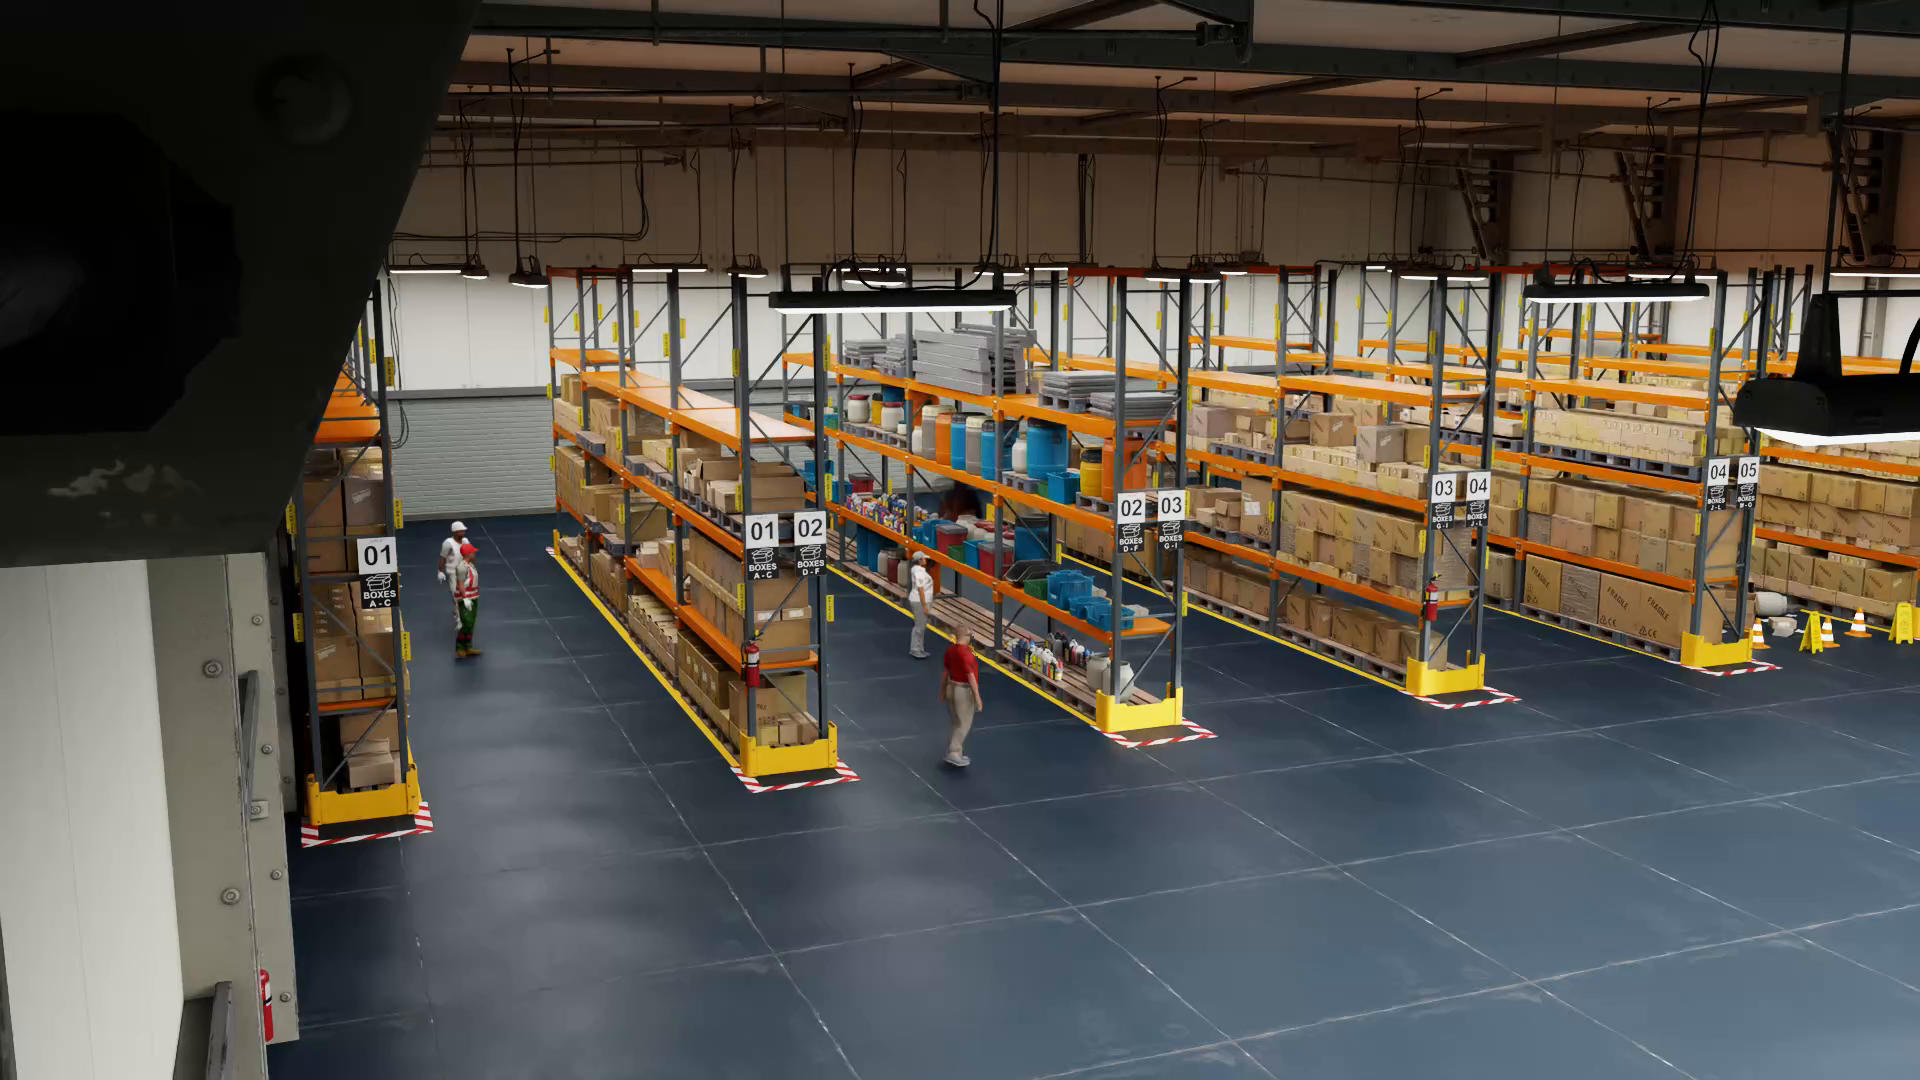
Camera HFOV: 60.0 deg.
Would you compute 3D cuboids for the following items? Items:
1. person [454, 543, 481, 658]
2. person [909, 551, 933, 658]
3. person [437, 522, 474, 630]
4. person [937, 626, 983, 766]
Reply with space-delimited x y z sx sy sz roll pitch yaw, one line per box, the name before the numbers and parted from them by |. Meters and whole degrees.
person | -7.728 0.938 26.076 0.408 1.789 0.523 2 10 14
person | -0.609 1.011 26.129 0.391 1.697 0.613 -2 10 -12
person | -8.527 0.569 28.241 0.655 1.767 0.895 -6 12 -33
person | -0.005 1.937 20.643 0.422 1.751 0.740 -6 12 -32
